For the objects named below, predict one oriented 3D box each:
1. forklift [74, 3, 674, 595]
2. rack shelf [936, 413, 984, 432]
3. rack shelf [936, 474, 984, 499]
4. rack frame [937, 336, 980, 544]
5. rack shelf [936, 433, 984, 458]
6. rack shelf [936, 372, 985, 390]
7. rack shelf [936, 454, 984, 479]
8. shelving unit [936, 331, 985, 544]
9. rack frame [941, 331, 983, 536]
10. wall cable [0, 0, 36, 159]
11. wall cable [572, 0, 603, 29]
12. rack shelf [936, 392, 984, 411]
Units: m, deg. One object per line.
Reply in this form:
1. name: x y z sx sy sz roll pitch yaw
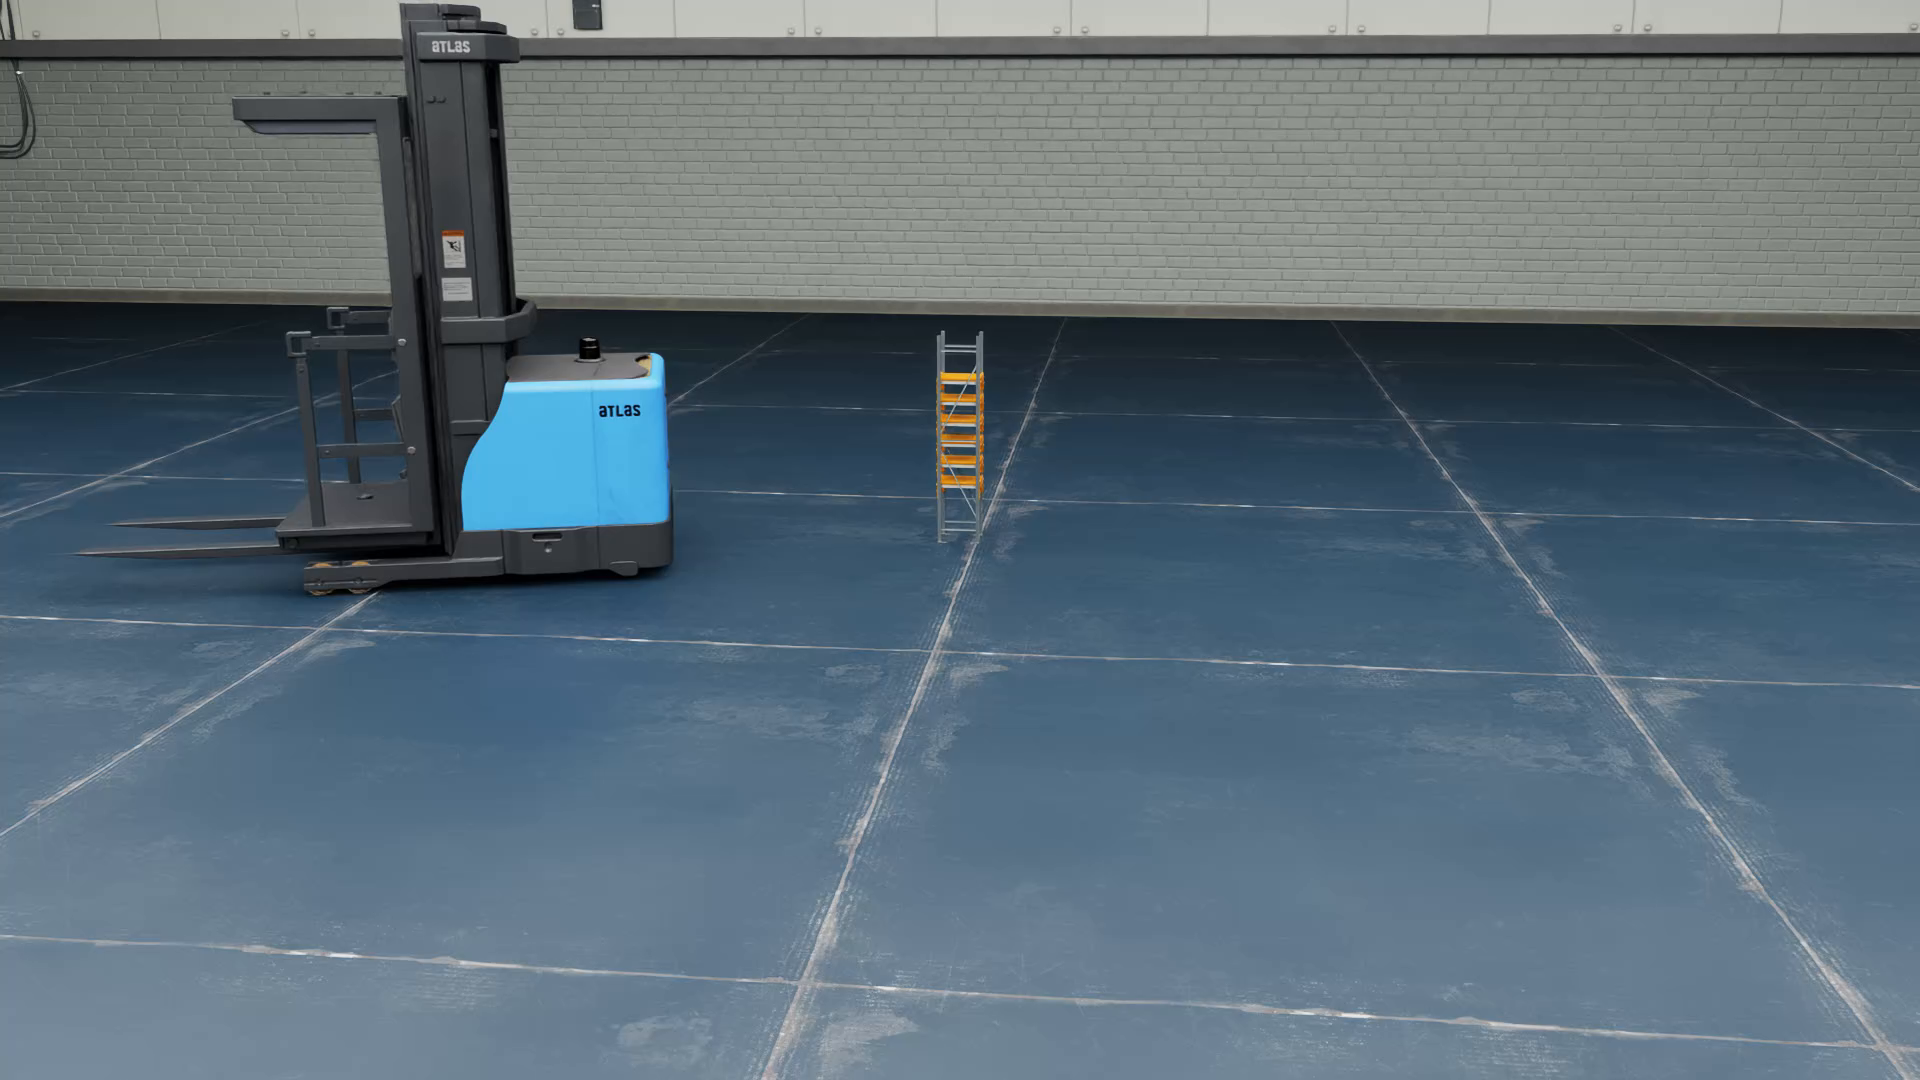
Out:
1. forklift: -3.110 -1.276 8.766 3.031 2.935 1.130 -2 15 -9
2. rack shelf: 0.002 -0.656 9.500 0.258 0.103 0.180 2 15 6
3. rack shelf: 0.002 -0.308 9.594 0.258 0.103 0.180 2 15 6
4. rack frame: -0.009 -0.559 9.432 0.240 1.200 0.006 2 15 6
5. rack shelf: 0.002 -0.540 9.531 0.258 0.103 0.180 2 15 6
6. rack shelf: 0.002 -0.888 9.437 0.258 0.103 0.180 2 15 6
7. rack shelf: 0.002 -0.424 9.562 0.258 0.103 0.180 2 15 6
8. shelving unit: 0.002 -0.583 9.519 0.258 1.200 0.189 2 15 6
9. rack frame: 0.012 -0.607 9.607 0.240 1.200 0.006 2 15 6
10. wall cable: -12.679 -5.837 19.956 3.097 2.526 0.112 2 15 6
11. wall cable: -3.248 -8.693 18.057 2.305 6.003 0.169 2 15 6
12. rack shelf: 0.002 -0.772 9.468 0.258 0.103 0.180 2 15 6
